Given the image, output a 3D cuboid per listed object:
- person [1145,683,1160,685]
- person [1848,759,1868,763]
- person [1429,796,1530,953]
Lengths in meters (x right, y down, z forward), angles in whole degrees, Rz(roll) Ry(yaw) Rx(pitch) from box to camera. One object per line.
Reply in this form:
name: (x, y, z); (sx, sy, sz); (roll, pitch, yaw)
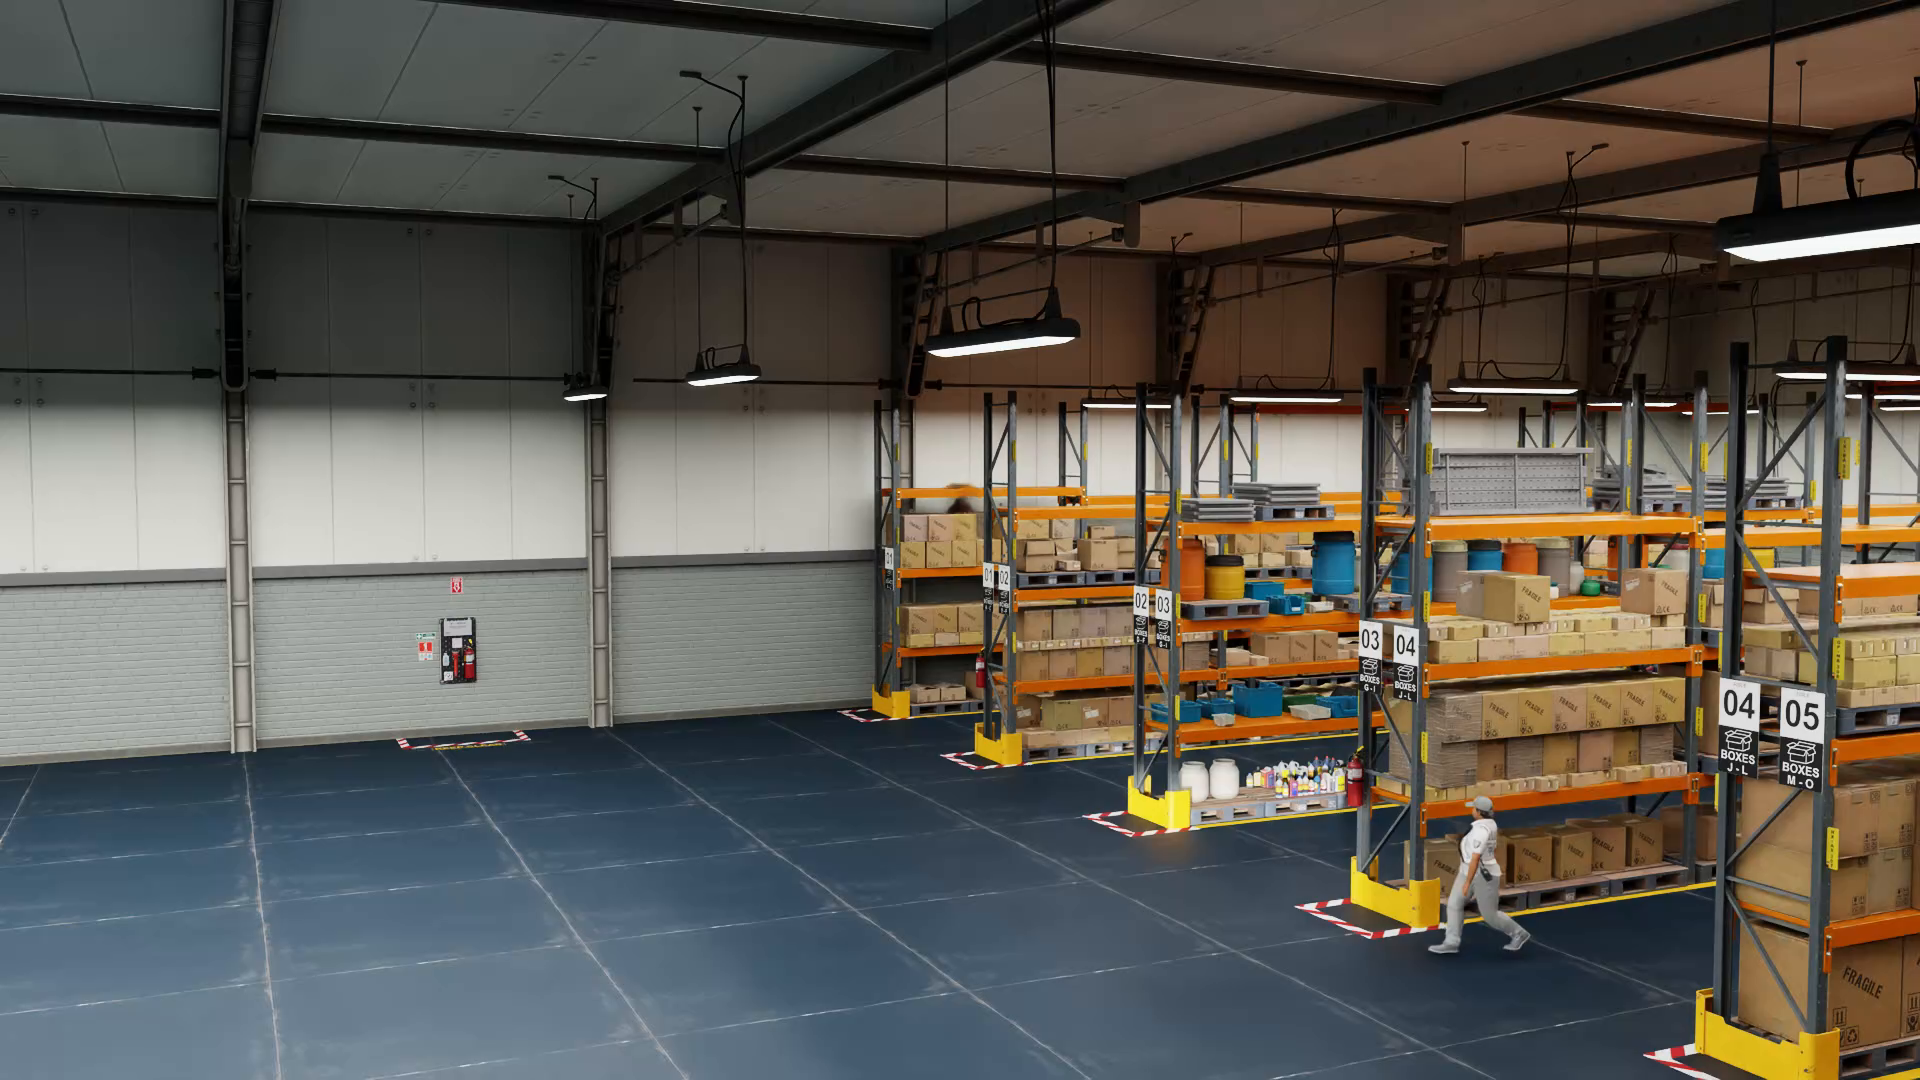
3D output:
person: (3.694, 2.423, 31.809); (0.658, 1.776, 0.381); (-2, 4, -28)
person: (10.292, 3.179, 19.242); (0.596, 1.731, 0.544); (-1, 3, -16)
person: (5.245, 3.367, 16.705); (0.955, 1.617, 0.475); (-1, 3, -11)
